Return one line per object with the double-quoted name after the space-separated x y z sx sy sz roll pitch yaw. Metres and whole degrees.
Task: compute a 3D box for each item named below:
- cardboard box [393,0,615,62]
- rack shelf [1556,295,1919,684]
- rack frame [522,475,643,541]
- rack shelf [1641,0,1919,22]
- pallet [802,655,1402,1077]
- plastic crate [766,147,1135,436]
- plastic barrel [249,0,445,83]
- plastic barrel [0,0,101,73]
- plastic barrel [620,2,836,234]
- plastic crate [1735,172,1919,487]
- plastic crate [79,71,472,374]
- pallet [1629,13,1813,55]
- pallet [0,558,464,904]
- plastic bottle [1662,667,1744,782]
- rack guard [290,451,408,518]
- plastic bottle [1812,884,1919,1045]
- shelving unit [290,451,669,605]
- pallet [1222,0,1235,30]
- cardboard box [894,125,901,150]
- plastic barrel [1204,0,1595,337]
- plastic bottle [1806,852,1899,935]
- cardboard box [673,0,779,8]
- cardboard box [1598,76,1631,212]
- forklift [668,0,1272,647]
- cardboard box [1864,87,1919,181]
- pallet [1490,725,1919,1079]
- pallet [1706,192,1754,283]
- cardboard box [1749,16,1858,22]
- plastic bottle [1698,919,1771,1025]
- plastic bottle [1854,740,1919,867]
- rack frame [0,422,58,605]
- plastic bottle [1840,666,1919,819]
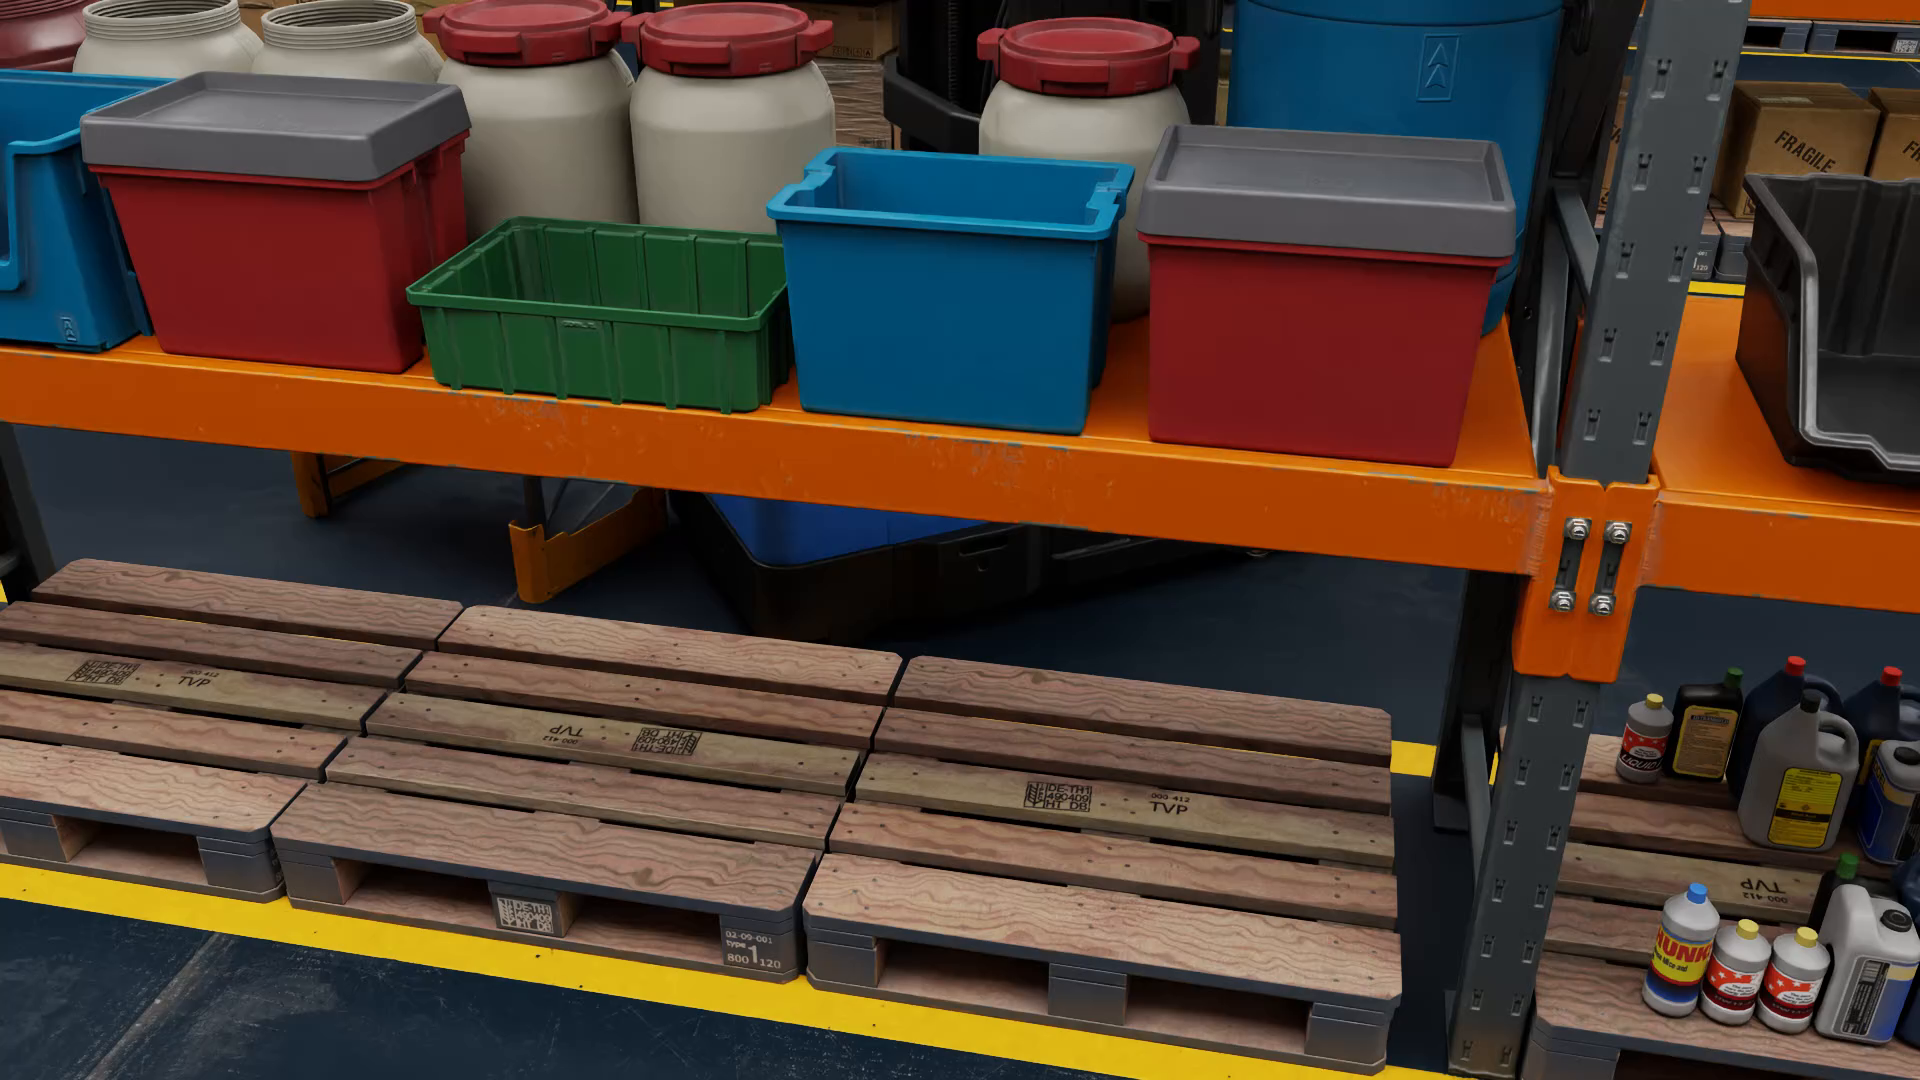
-2.410 -2.541 8.542 0.875 0.875 1.225 5 29 8 "cardboard box"
3.094 0.034 2.814 4.000 0.370 1.077 6 29 11 "rack shelf"
-1.103 -0.586 4.759 0.032 1.500 0.500 17 33 29 "rack frame"
4.128 -2.292 7.062 4.000 0.370 1.077 6 29 11 "rack shelf"
0.362 0.680 3.787 1.213 0.211 1.003 6 29 11 "pallet"
-0.006 -0.440 2.946 0.575 0.384 0.392 6 29 11 "plastic crate"
-1.311 -0.887 3.631 0.421 0.512 0.421 0 29 0 "plastic barrel"
-2.257 -1.039 3.882 0.708 0.536 0.600 6 29 11 "plastic barrel"
-0.470 -0.814 3.472 0.433 0.535 0.433 0 29 0 "plastic barrel"
1.623 -0.343 2.817 0.504 0.338 0.767 6 29 11 "plastic crate"
-1.258 -0.606 3.166 0.583 0.464 0.402 6 29 11 "plastic crate"
5.231 -3.670 11.734 1.213 0.211 1.003 6 29 11 "pallet"
-2.025 0.436 4.234 1.213 0.211 1.003 6 29 11 "pallet"
1.677 0.410 3.749 0.133 0.283 0.061 7 30 13 "plastic bottle"
-1.952 -0.306 5.548 0.087 0.250 0.587 17 33 29 "rack guard"
1.680 0.777 3.086 0.135 0.276 0.152 7 29 12 "plastic bottle"
-1.536 -0.723 5.008 1.083 1.500 0.587 17 33 29 "shelving unit"
2.536 -3.946 12.239 1.213 0.211 1.003 6 29 11 "pallet"
0.021 -2.145 8.189 0.500 0.500 0.700 8 30 15 "cardboard box"
0.823 -0.883 3.218 0.708 0.901 0.600 6 29 11 "plastic barrel"
1.701 0.724 3.175 0.133 0.283 0.061 6 29 11 "plastic bottle"
-1.078 -2.582 8.206 0.500 0.250 0.500 7 29 13 "cardboard box"
3.117 -1.783 7.549 0.500 0.500 0.500 16 32 26 "cardboard box"
0.629 -1.451 4.849 3.031 2.935 1.130 -12 31 -22 "forklift"
4.277 -1.681 7.362 0.500 0.500 0.500 9 30 15 "cardboard box"
1.786 0.828 3.518 1.213 0.211 1.003 6 29 11 "pallet"
4.033 -1.413 7.611 1.213 0.211 1.003 6 29 11 "pallet"
5.681 -4.103 11.396 0.875 0.875 0.875 5 29 10 "cardboard box"
1.457 0.800 3.121 0.097 0.201 0.097 0 29 0 "plastic bottle"
2.009 0.540 3.518 0.135 0.276 0.152 6 29 11 "plastic bottle"
-2.774 -0.883 3.740 0.127 3.000 1.000 6 29 11 "rack frame"
2.015 0.435 3.632 0.185 0.351 0.144 4 29 8 "plastic bottle"
